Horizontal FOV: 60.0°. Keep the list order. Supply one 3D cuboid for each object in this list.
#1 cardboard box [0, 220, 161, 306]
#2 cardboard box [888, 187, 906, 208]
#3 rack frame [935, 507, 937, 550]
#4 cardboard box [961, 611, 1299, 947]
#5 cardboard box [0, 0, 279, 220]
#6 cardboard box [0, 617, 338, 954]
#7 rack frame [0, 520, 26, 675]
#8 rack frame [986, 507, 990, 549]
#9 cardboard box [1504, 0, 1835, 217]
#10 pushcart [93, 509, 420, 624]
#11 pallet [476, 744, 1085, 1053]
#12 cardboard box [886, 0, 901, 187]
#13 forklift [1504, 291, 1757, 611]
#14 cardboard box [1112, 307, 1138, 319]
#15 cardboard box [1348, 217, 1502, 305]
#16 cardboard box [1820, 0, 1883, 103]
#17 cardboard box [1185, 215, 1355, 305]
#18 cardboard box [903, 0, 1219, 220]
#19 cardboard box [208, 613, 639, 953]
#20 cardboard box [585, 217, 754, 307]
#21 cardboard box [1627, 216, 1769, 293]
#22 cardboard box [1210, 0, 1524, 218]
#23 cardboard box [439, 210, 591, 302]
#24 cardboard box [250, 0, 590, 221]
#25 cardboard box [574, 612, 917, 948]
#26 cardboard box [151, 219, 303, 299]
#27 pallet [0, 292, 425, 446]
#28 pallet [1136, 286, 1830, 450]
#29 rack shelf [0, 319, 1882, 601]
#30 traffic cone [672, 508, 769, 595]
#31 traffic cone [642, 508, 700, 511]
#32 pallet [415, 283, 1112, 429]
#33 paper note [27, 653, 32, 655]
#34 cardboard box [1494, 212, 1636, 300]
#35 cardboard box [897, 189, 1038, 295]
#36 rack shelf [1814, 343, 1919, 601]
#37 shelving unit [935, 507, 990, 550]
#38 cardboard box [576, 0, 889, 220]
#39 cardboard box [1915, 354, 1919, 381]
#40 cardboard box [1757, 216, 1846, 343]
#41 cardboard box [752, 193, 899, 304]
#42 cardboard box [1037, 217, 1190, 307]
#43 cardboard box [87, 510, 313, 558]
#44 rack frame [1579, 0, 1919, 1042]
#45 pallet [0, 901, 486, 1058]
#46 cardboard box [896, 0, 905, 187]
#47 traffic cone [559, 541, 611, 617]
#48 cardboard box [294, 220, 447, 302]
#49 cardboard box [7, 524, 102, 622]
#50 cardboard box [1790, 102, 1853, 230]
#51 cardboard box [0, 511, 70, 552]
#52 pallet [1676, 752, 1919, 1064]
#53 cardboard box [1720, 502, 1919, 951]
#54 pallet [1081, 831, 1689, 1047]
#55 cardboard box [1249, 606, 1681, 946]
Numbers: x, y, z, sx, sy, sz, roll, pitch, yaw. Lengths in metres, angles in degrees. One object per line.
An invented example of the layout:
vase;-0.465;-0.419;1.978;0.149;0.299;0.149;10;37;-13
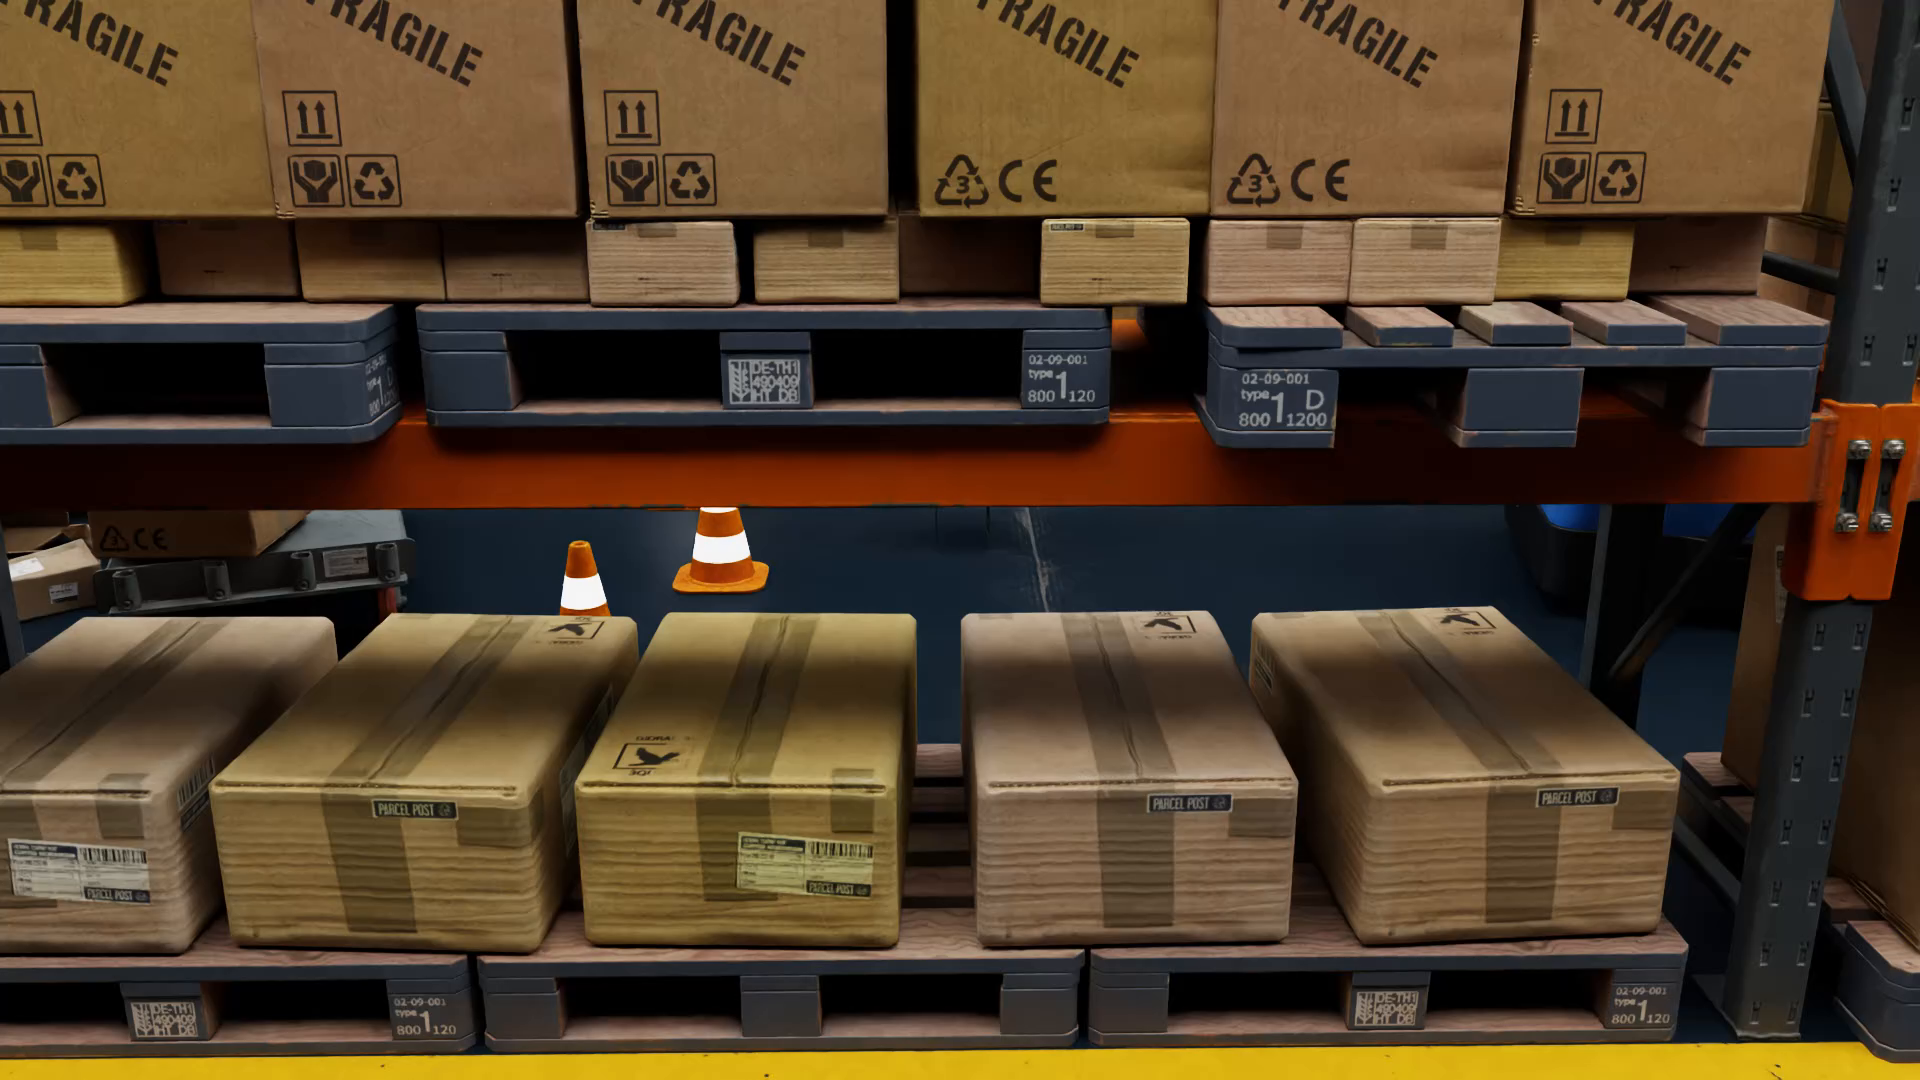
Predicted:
cardboard box;-1.559;-0.529;3.008;0.250;0.149;0.380;0;18;0
cardboard box;-0.049;-0.687;3.502;0.250;0.149;0.380;0;18;1
rack frame;-0.094;-0.428;6.409;0.006;0.900;0.240;0;18;-1
cardboard box;0.330;0.494;3.711;0.625;0.372;0.950;-1;18;-2
cardboard box;-1.392;-0.850;2.949;0.500;0.500;0.500;0;18;-1
cardboard box;-1.842;0.504;3.679;0.625;0.372;0.950;0;18;0
rack frame;-2.366;-0.544;3.331;0.127;3.000;1.000;0;18;-1
rack frame;0.110;-0.429;6.412;0.006;0.900;0.240;0;18;-1
cardboard box;1.183;-0.865;2.995;0.500;0.500;0.500;-1;18;-2
pushcart;-2.452;0.009;5.902;0.936;0.377;1.648;-7;19;-20
pallet;-0.365;0.773;3.792;1.213;0.211;1.003;0;18;-1
cardboard box;-0.372;-1.011;3.451;0.500;0.500;0.500;-1;18;-3
forklift;3.581;-1.214;5.533;3.031;2.935;1.130;3;18;9
cardboard box;0.844;-1.227;8.459;0.750;0.750;1.050;-1;18;-2
cardboard box;0.791;-0.531;3.017;0.250;0.149;0.380;0;18;-1
cardboard box;2.146;-1.169;3.480;0.500;0.500;0.500;-1;18;-2
cardboard box;0.539;-0.533;3.021;0.250;0.149;0.380;-1;18;-3
cardboard box;0.162;-0.856;2.968;0.500;0.500;0.500;-1;18;-5
cardboard box;-1.123;0.500;3.693;0.625;0.372;0.950;1;18;3
cardboard box;-0.505;-0.528;3.006;0.250;0.149;0.380;0;18;1
cardboard box;1.309;-0.570;3.137;0.250;0.149;0.380;0;18;1
cardboard box;0.666;-0.859;2.977;0.500;0.500;0.500;-1;18;-2
cardboard box;-0.772;-0.542;3.051;0.250;0.149;0.380;0;18;0
cardboard box;-0.898;-0.848;2.943;0.500;0.500;0.500;0;18;-1
cardboard box;-0.428;0.496;3.705;0.625;0.372;0.950;0;18;1
cardboard box;-1.277;-0.553;3.086;0.250;0.149;0.380;1;18;3
pallet;-1.600;-0.411;3.234;1.213;0.211;1.003;0;18;-1
pallet;0.922;-0.436;3.309;1.003;0.211;1.213;0;18;-1
rack shelf;-0.366;-0.211;3.471;4.000;0.370;1.077;0;18;-1
traffic cone;-0.874;-0.076;6.027;0.334;0.463;0.336;0;18;-1
traffic cone;-1.181;-0.392;7.013;0.334;0.463;0.336;0;18;-1
pallet;-0.345;-0.449;3.352;1.213;0.211;1.003;0;18;-1
paper note;-2.923;0.352;5.401;0.142;0.019;0.148;0;18;-1
cardboard box;1.042;-0.546;3.064;0.250;0.149;0.380;0;18;0
cardboard box;0.011;-0.564;3.120;0.250;0.149;0.380;0;18;0
rack shelf;3.633;-0.230;3.531;4.000;0.370;1.077;0;18;-1
shelving unit;0.008;-0.429;6.410;0.210;0.900;0.258;0;18;-1
cardboard box;-0.384;-0.854;2.961;0.500;0.500;0.500;-1;18;-3
cardboard box;2.127;-0.417;3.182;0.500;0.250;0.500;-1;18;-2
cardboard box;2.135;-0.573;3.669;0.500;0.250;0.500;-1;18;-3
cardboard box;-0.239;-0.538;3.038;0.250;0.149;0.380;-1;18;-3
cardboard box;0.264;-0.527;3.004;0.250;0.149;0.380;0;18;0
cardboard box;-2.424;-0.257;5.292;0.500;0.500;0.500;0;18;-1
rack frame;1.633;-0.563;3.391;0.127;3.000;1.000;0;18;-1
pallet;-1.588;0.780;3.770;1.213;0.211;1.003;0;18;-1
cardboard box;0.128;-1.011;3.451;0.500;0.500;0.500;0;18;0
traffic cone;-1.148;0.231;5.070;0.334;0.463;0.336;0;18;-1
cardboard box;-1.019;-0.542;3.050;0.250;0.149;0.380;0;18;0
cardboard box;-3.215;0.107;5.780;0.396;0.266;0.258;-15;23;-39
cardboard box;2.114;-0.809;3.587;0.500;0.250;0.500;0;18;-1
cardboard box;-3.715;-0.189;6.091;0.503;0.637;0.797;0;18;-1
pallet;2.423;0.784;3.758;1.213;0.211;1.003;0;18;-1
cardboard box;2.325;0.271;3.583;0.875;0.875;0.875;0;18;-1
pallet;0.852;0.768;3.807;1.213;0.211;1.003;0;18;-1
cardboard box;1.068;0.488;3.730;0.625;0.372;0.950;-1;18;-5
